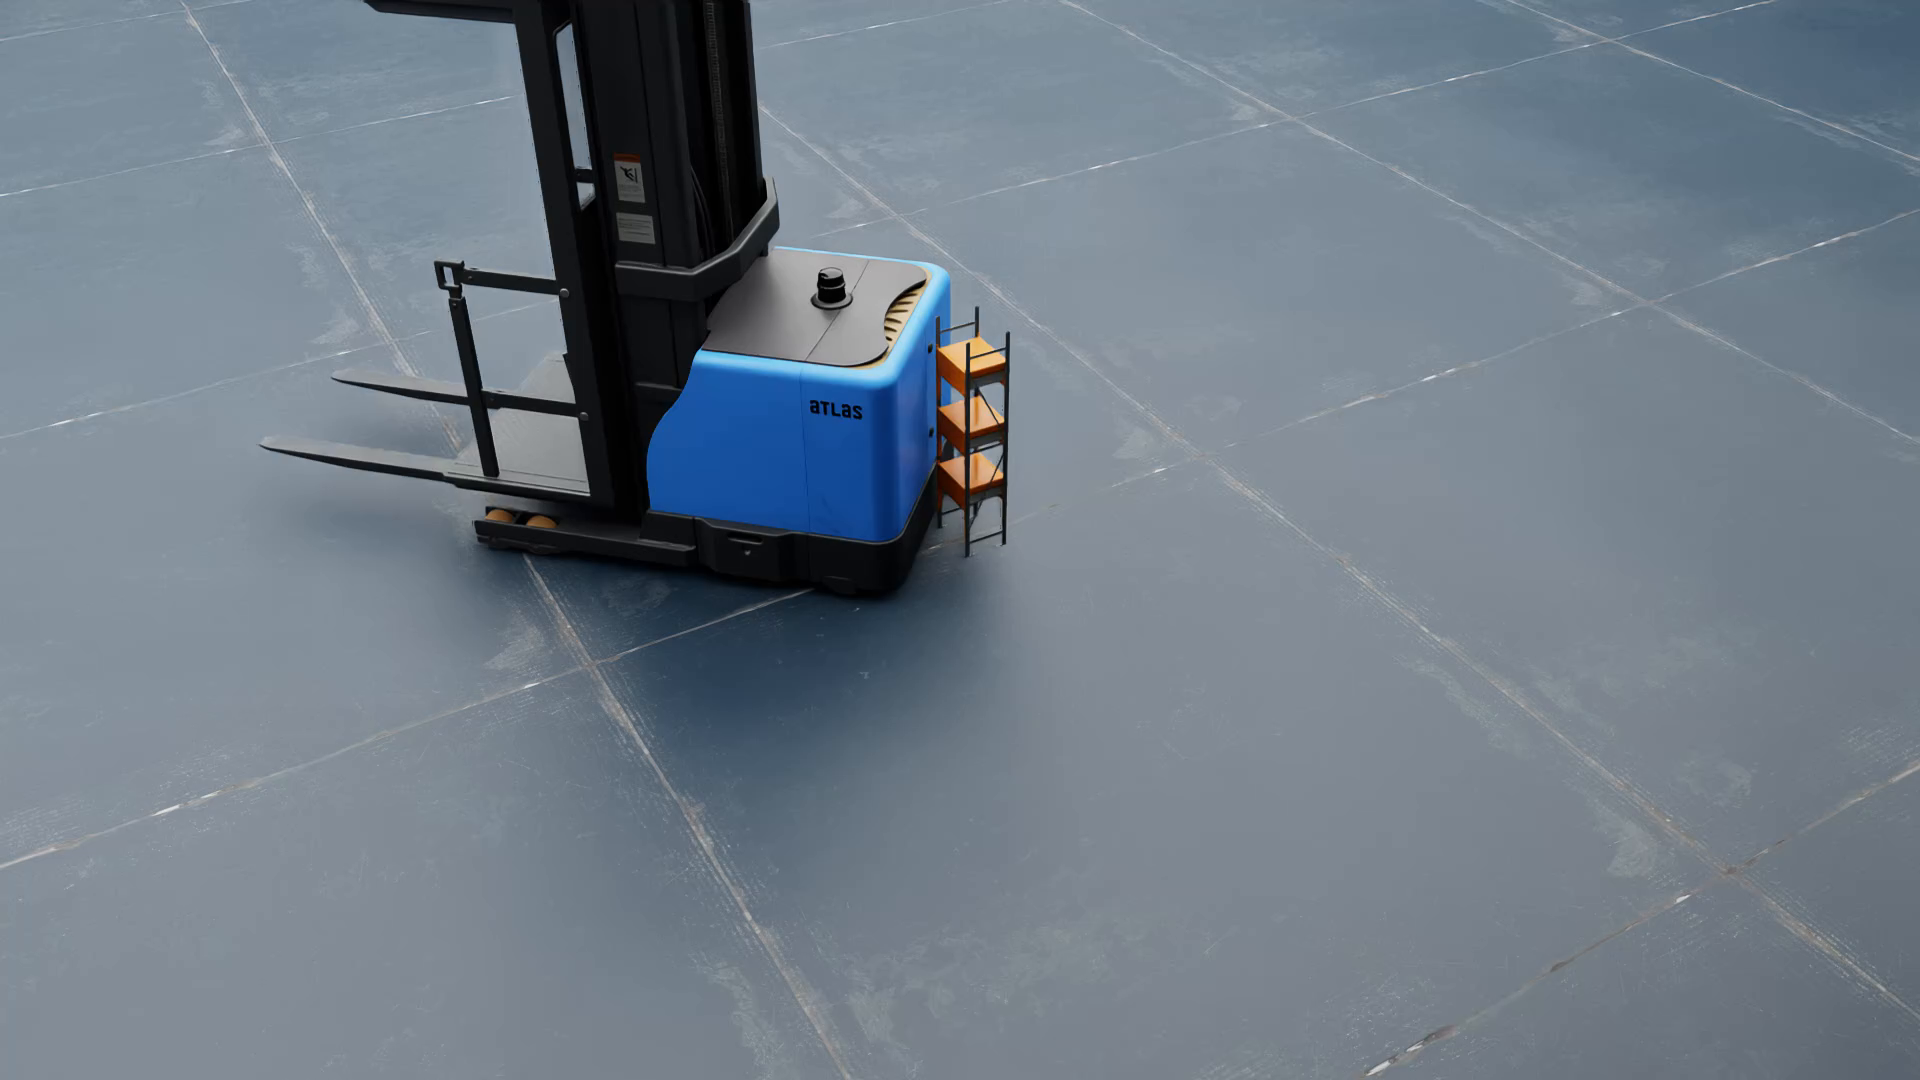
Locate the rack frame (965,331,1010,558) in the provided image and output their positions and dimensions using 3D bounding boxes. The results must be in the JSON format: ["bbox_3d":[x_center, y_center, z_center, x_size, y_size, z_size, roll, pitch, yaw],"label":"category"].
[{"bbox_3d":[0.111,-0.376,6.875,0.200,1.050,0.008,-19,40,-24],"label":"rack frame"}]

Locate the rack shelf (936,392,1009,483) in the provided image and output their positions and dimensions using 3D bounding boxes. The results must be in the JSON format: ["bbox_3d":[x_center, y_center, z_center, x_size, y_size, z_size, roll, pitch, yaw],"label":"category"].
[{"bbox_3d":[0.051,-0.430,6.967,0.215,0.259,0.240,-19,40,-24],"label":"rack shelf"}]

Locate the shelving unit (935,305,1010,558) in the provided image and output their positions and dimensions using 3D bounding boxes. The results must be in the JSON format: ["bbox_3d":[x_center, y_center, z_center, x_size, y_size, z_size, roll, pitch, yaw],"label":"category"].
[{"bbox_3d":[0.051,-0.439,6.961,0.215,1.050,0.252,-19,40,-24],"label":"shelving unit"}]

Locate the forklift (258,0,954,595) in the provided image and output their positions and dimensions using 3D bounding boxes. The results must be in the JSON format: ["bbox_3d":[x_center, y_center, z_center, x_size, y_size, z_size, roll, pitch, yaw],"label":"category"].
[{"bbox_3d":[-1.601,-1.413,6.699,3.031,2.935,1.130,8,37,11],"label":"forklift"}]

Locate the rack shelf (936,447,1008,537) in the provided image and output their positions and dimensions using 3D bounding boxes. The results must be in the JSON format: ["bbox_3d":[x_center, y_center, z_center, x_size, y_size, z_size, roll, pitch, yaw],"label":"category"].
[{"bbox_3d":[0.051,-0.206,7.131,0.215,0.259,0.240,-19,40,-24],"label":"rack shelf"}]

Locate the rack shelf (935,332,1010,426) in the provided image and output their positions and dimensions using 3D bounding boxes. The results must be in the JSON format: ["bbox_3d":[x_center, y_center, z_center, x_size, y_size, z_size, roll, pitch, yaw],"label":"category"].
[{"bbox_3d":[0.051,-0.660,6.800,0.215,0.259,0.240,-19,40,-24],"label":"rack shelf"}]

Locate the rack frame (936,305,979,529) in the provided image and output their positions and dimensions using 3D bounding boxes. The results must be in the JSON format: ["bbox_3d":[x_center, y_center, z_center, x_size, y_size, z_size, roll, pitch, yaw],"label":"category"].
[{"bbox_3d":[-0.010,-0.502,7.047,0.200,1.050,0.008,-19,40,-24],"label":"rack frame"}]
